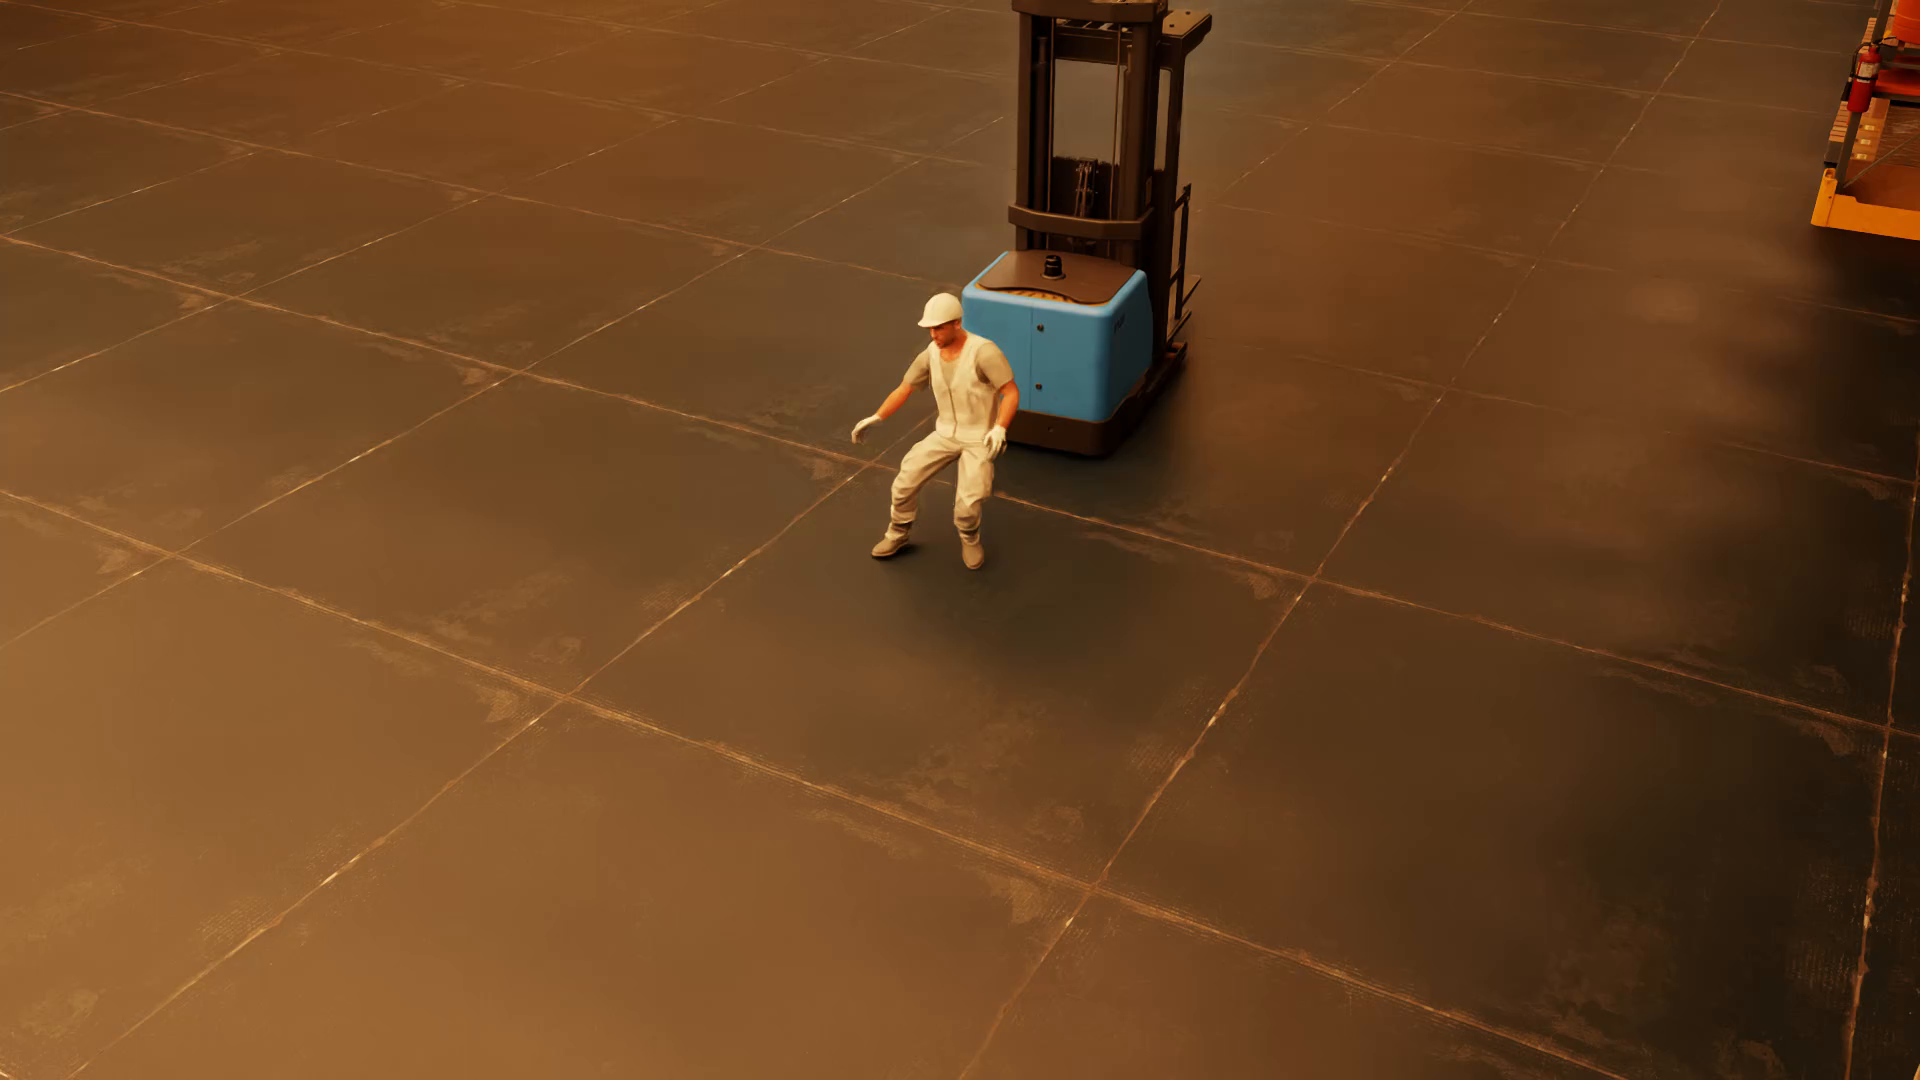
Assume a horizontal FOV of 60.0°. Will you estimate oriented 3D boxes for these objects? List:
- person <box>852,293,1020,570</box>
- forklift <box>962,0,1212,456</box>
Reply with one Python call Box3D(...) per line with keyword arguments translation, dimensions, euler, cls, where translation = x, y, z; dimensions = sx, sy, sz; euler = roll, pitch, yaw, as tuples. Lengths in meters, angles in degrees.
Box3D(translation=(-0.081, -0.570, 9.375), dimensions=(0.907, 1.624, 0.632), euler=(19, 35, 29), cls="person")
Box3D(translation=(1.025, -2.537, 11.467), dimensions=(1.130, 2.935, 3.031), euler=(12, 32, 19), cls="forklift")
